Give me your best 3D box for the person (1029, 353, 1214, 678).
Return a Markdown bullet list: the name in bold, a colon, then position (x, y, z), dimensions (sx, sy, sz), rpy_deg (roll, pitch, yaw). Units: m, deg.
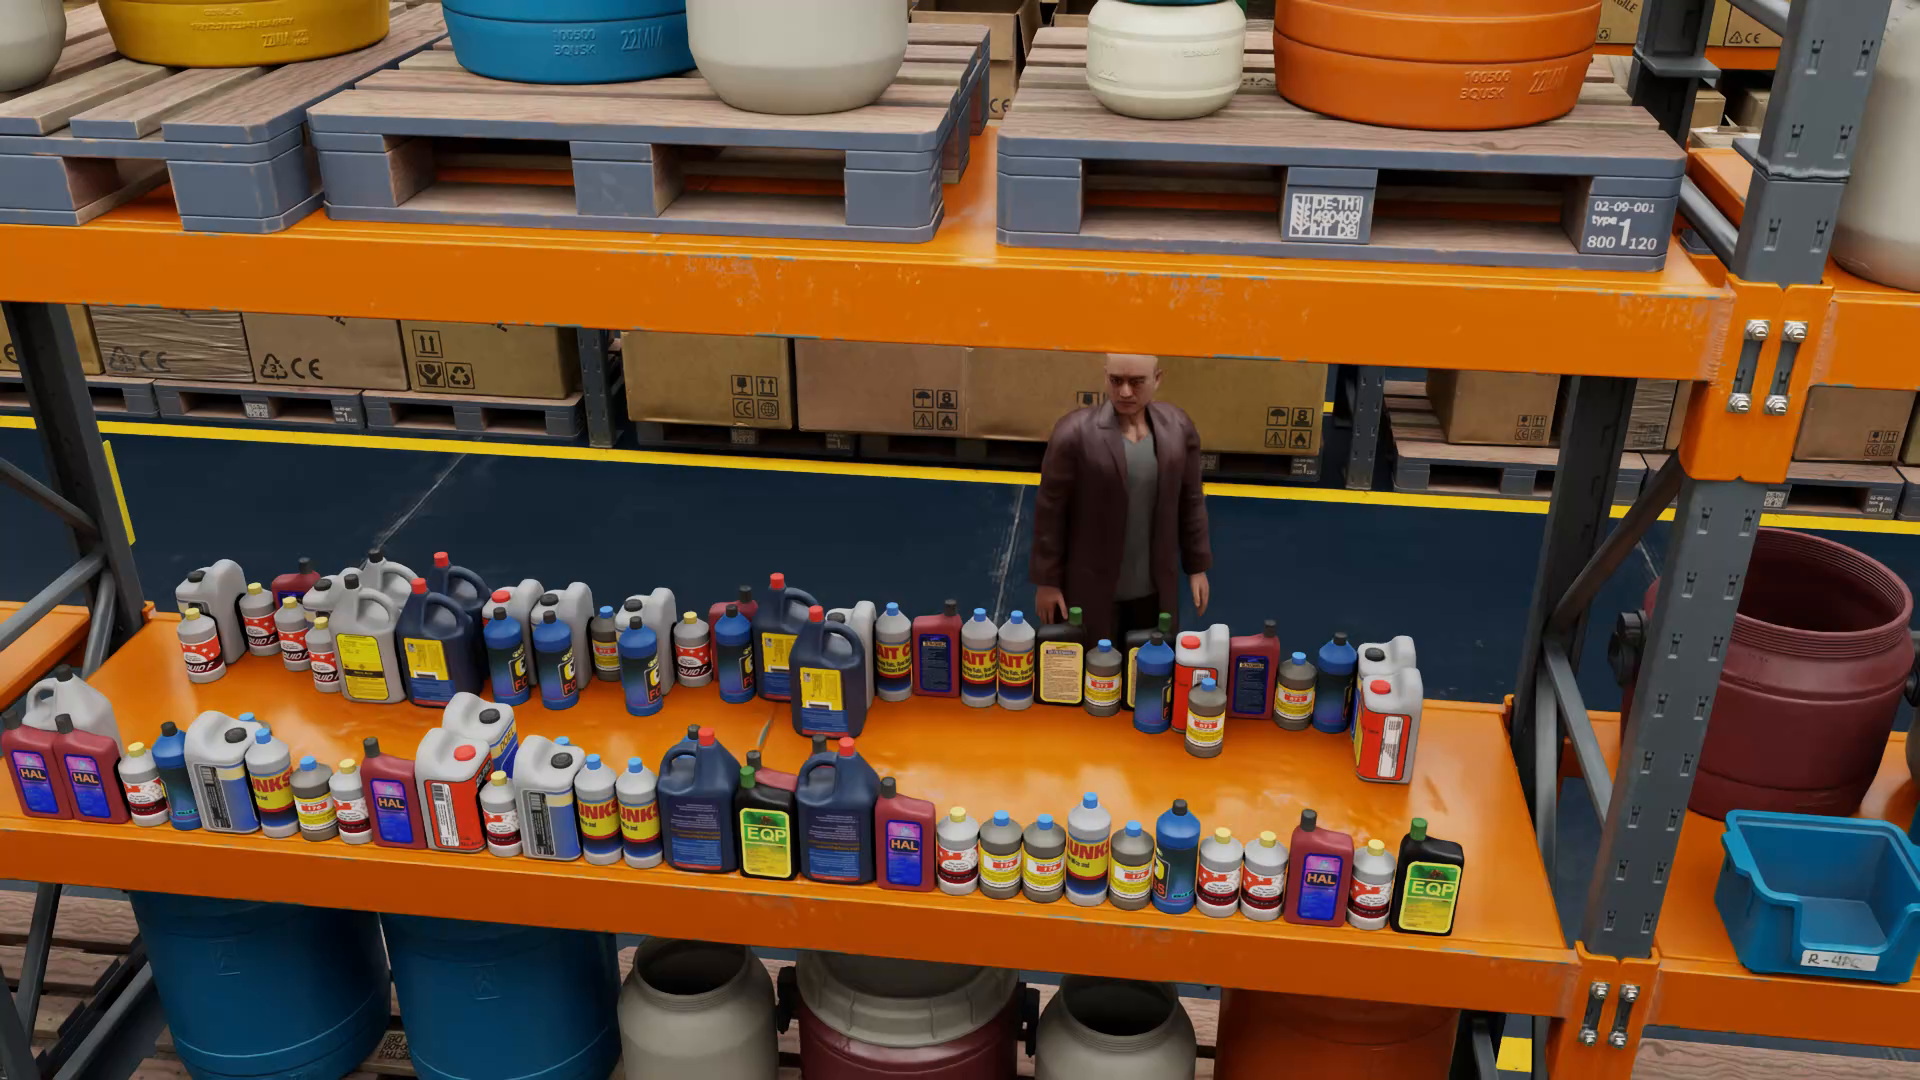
- **person**: position (0.581, 0.158, 5.793), dimensions (0.671, 1.790, 0.418), rpy_deg (-9, 29, -16)
